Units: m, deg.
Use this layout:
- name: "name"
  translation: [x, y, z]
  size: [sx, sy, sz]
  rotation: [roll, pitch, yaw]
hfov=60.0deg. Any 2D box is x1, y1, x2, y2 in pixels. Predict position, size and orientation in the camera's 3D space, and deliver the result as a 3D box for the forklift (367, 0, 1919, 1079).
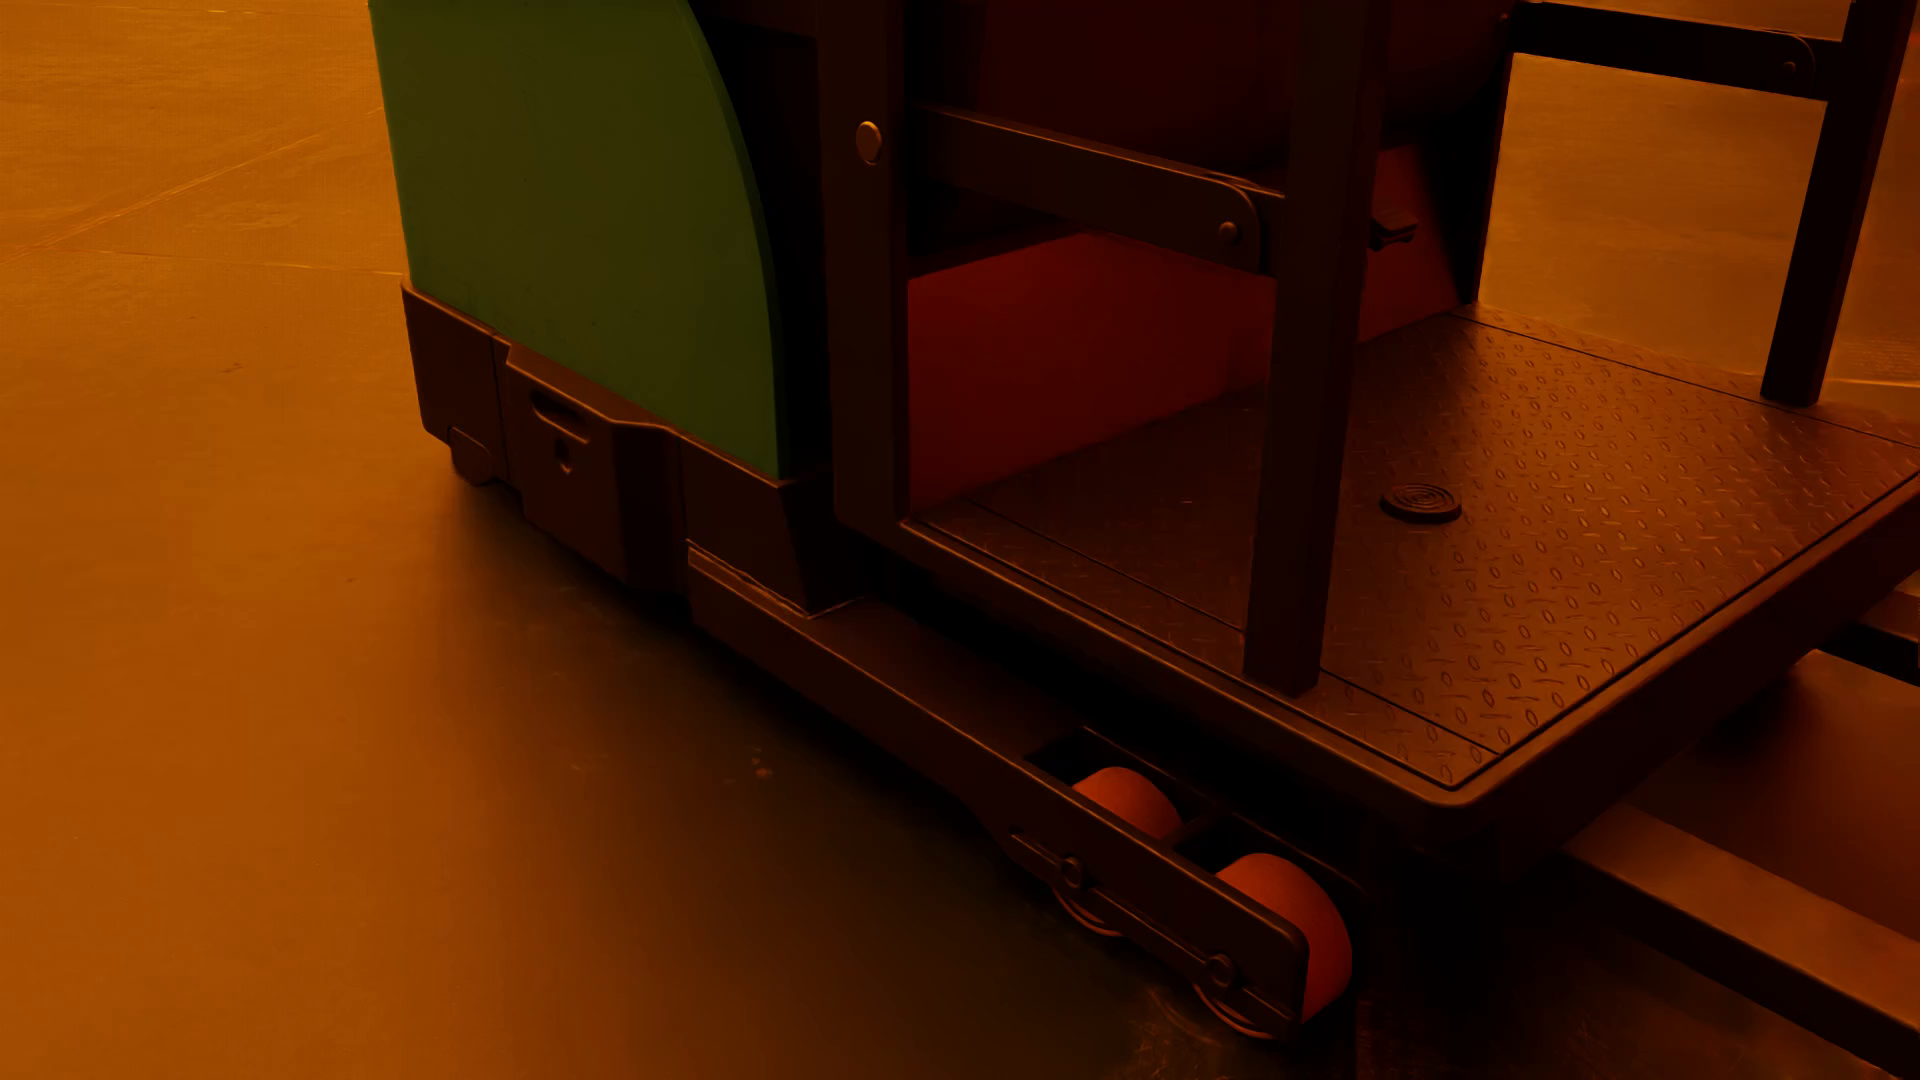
- name: "forklift"
  translation: [0.472, -1.100, 1.427]
  size: [1.130, 2.935, 3.031]
  rotation: [-22, 34, -36]
